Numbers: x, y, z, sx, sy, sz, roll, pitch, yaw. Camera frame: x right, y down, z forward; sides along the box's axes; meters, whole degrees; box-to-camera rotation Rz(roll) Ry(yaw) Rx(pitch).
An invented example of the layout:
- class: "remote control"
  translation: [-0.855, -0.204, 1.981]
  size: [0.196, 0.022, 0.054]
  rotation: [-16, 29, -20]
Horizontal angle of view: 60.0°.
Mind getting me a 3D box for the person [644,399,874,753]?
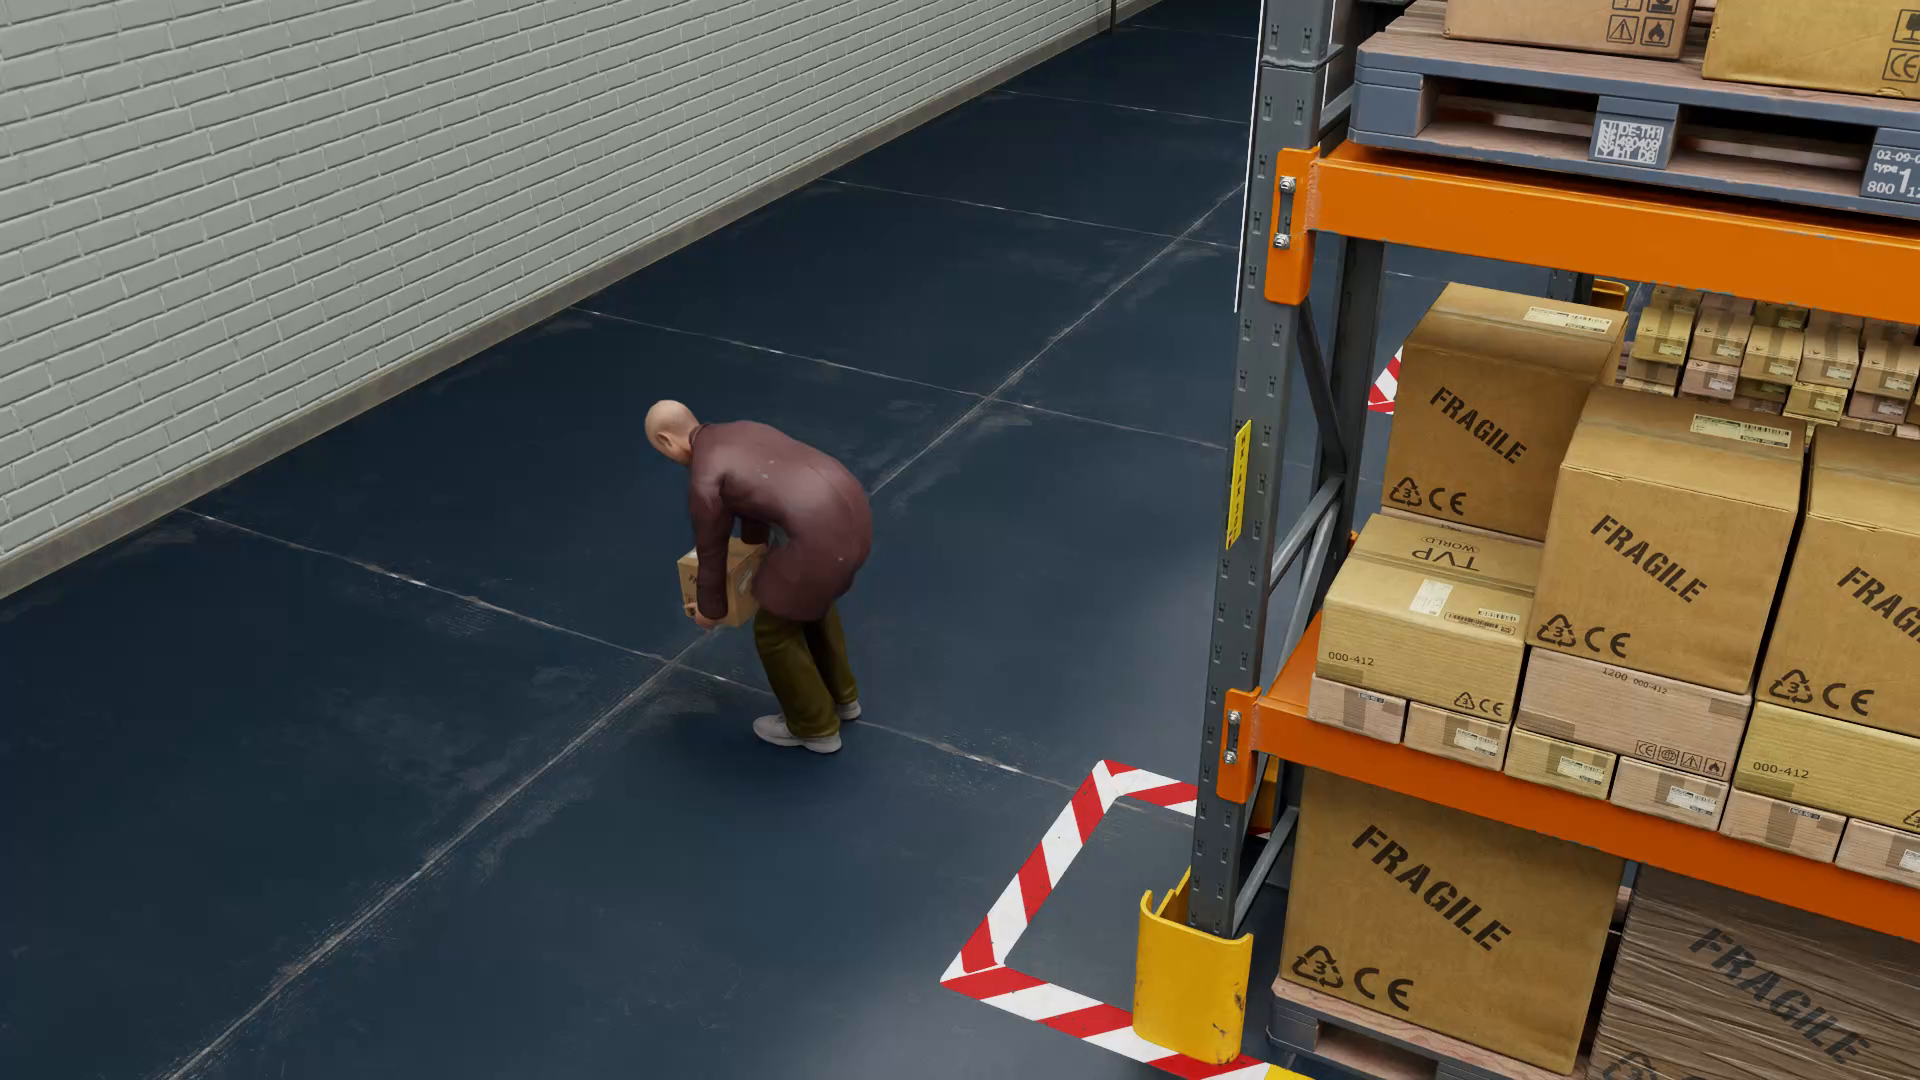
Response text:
- class: "person"
  translation: [-0.767, 0.122, 6.405]
  size: [0.914, 1.310, 0.553]
  rotation: [13, 32, 22]
